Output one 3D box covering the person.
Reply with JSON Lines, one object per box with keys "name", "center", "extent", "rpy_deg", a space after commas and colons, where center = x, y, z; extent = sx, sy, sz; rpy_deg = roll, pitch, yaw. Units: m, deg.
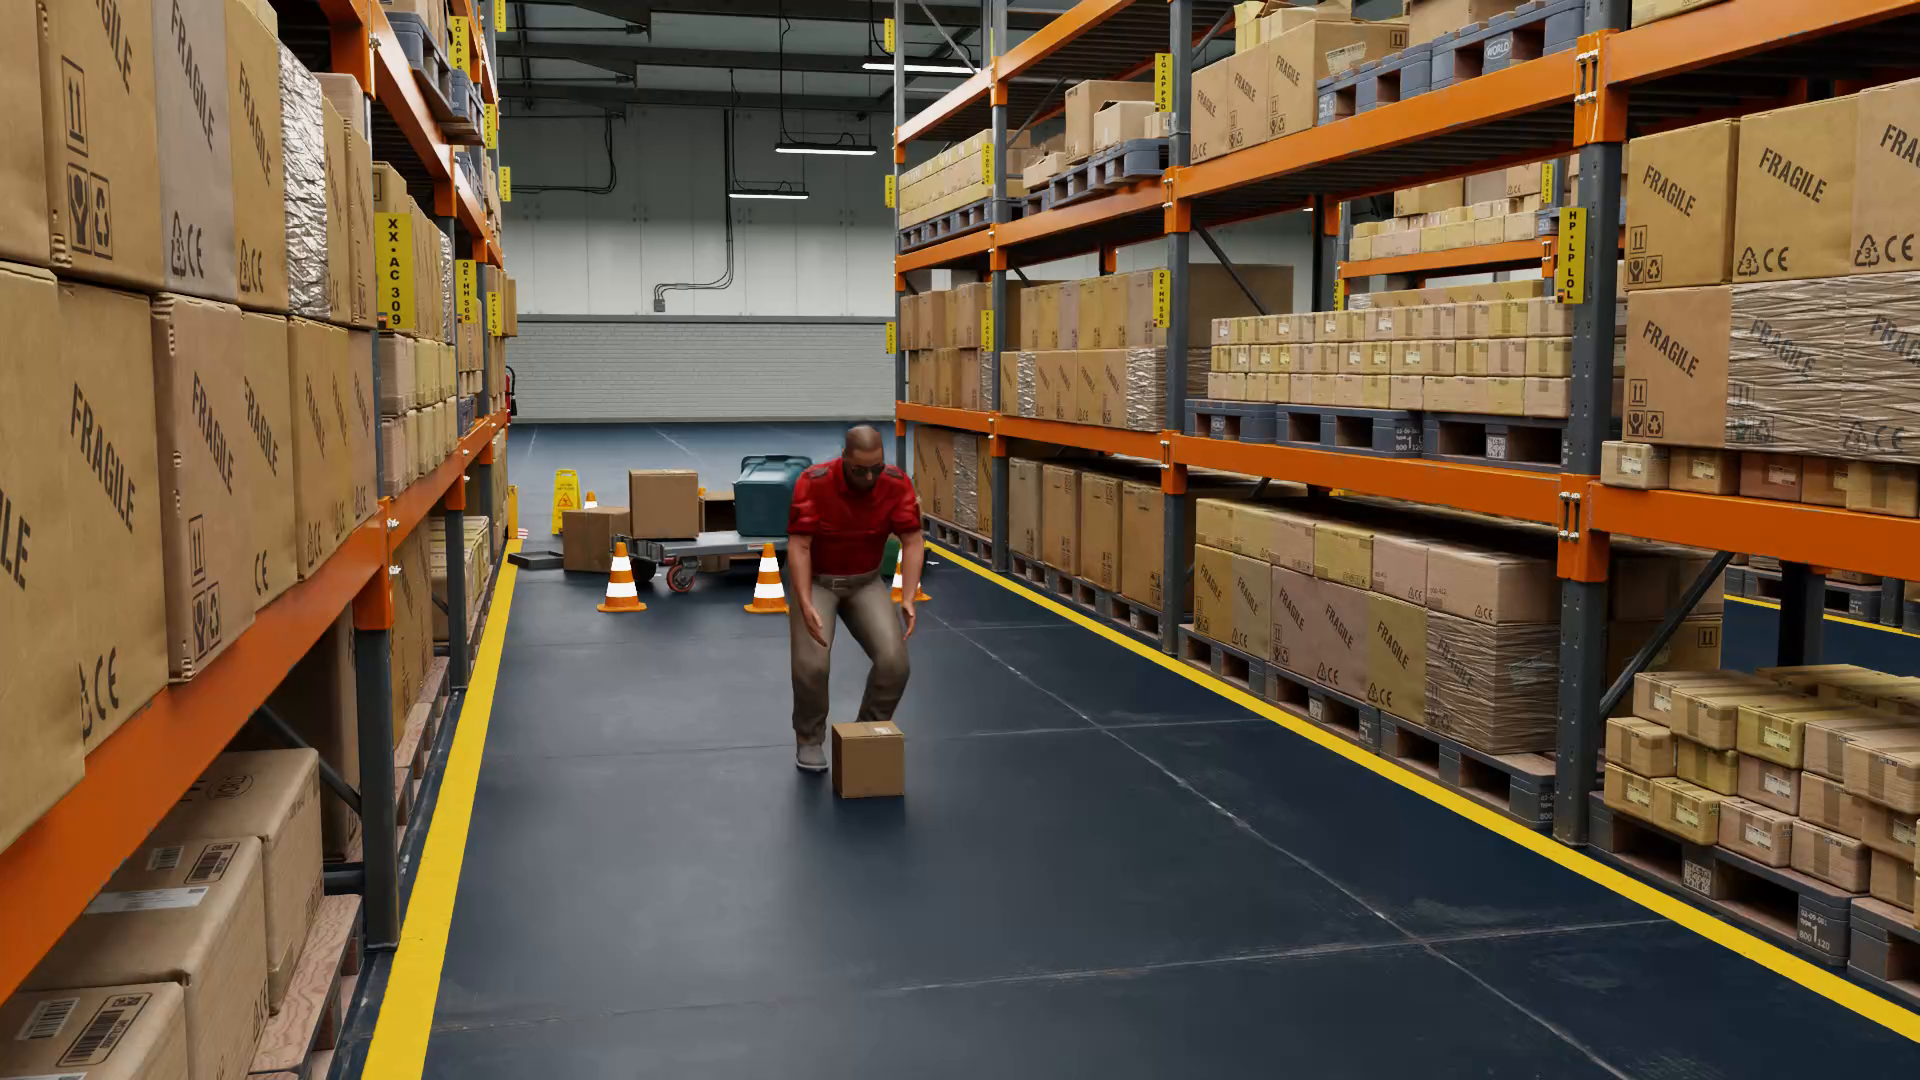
{"name": "person", "center": [-0.449, 0.244, 7.055], "extent": [0.588, 1.459, 0.615], "rpy_deg": [-1, 6, -13]}
